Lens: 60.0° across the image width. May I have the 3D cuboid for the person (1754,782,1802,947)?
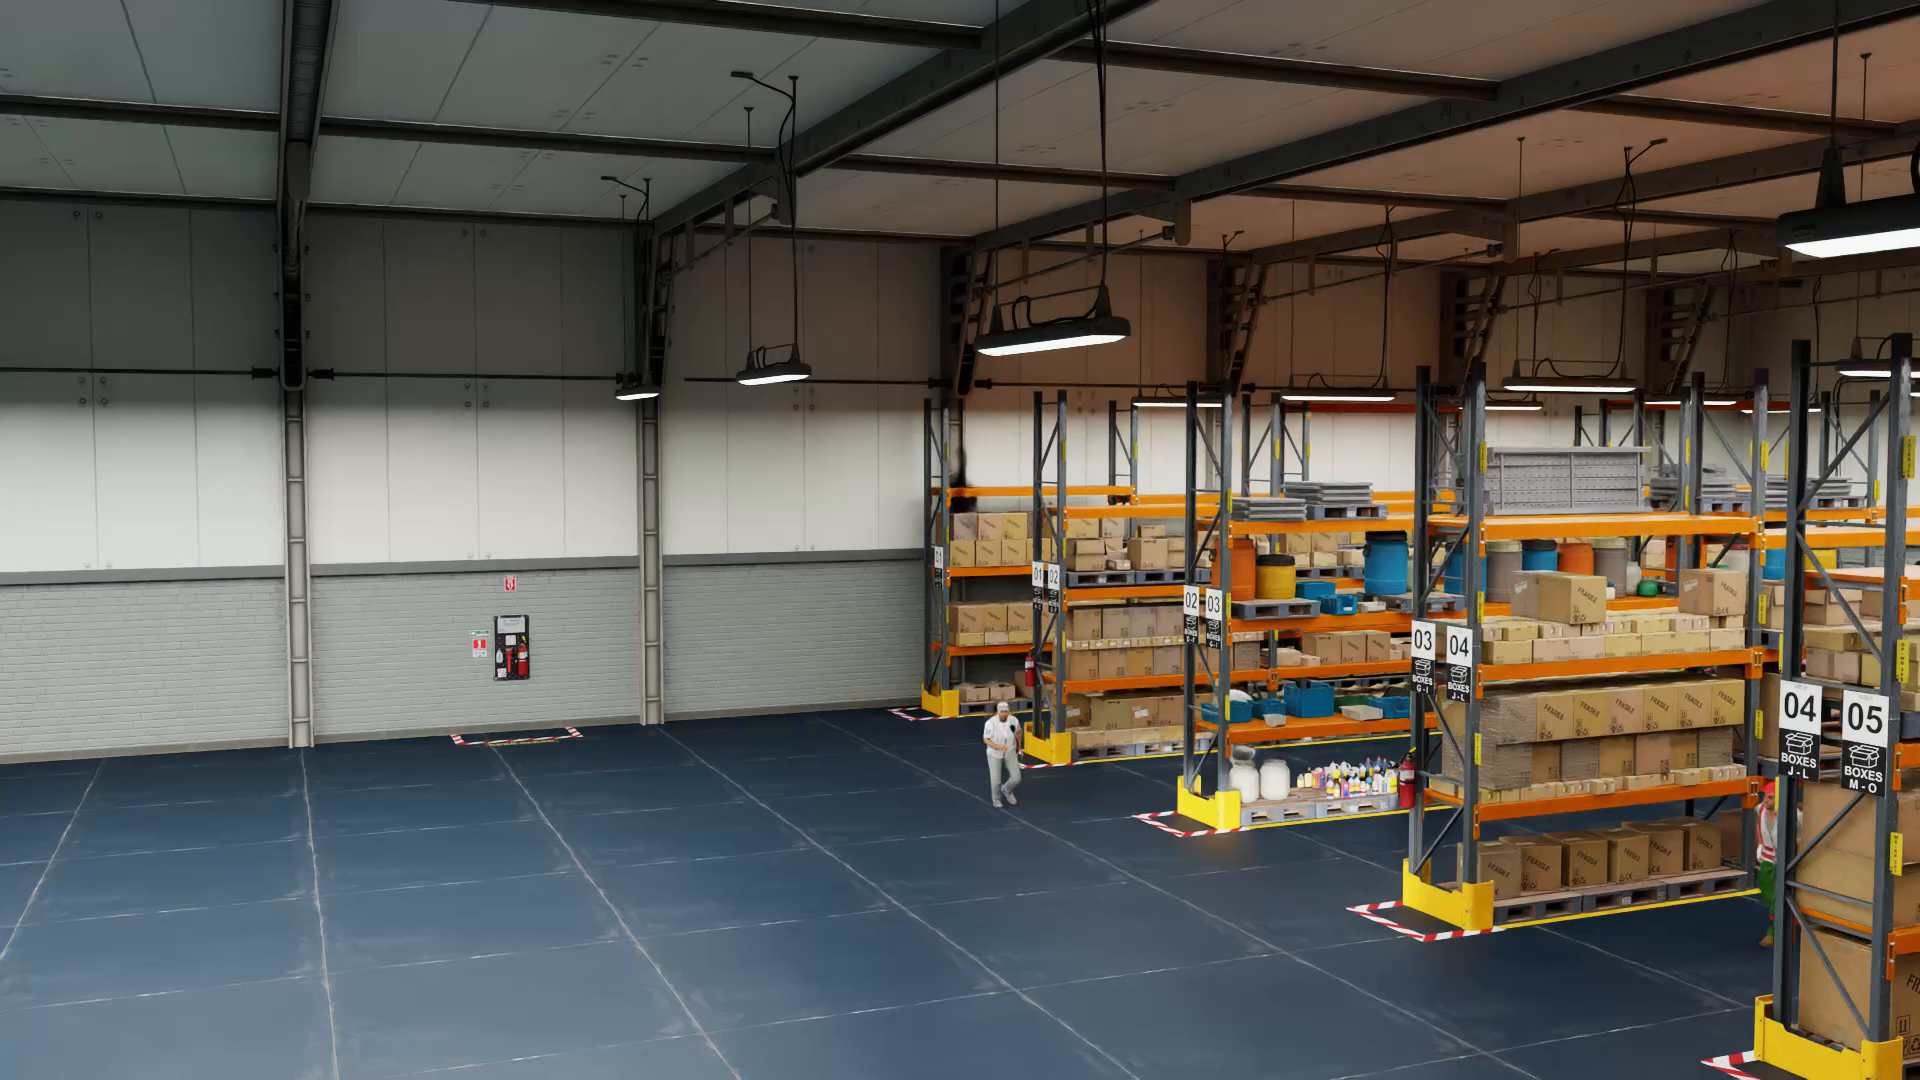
[{"bbox_3d":[8.461,3.309,17.073,0.751,1.715,0.637,-3,5,-42],"label":"person"}]

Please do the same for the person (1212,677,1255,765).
[{"bbox_3d":[4.180,2.877,25.429,0.872,1.595,0.740,-2,4,-33],"label":"person"}]

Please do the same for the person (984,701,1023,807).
[{"bbox_3d":[0.612,3.014,23.324,0.604,1.553,0.775,-1,3,-10],"label":"person"}]
